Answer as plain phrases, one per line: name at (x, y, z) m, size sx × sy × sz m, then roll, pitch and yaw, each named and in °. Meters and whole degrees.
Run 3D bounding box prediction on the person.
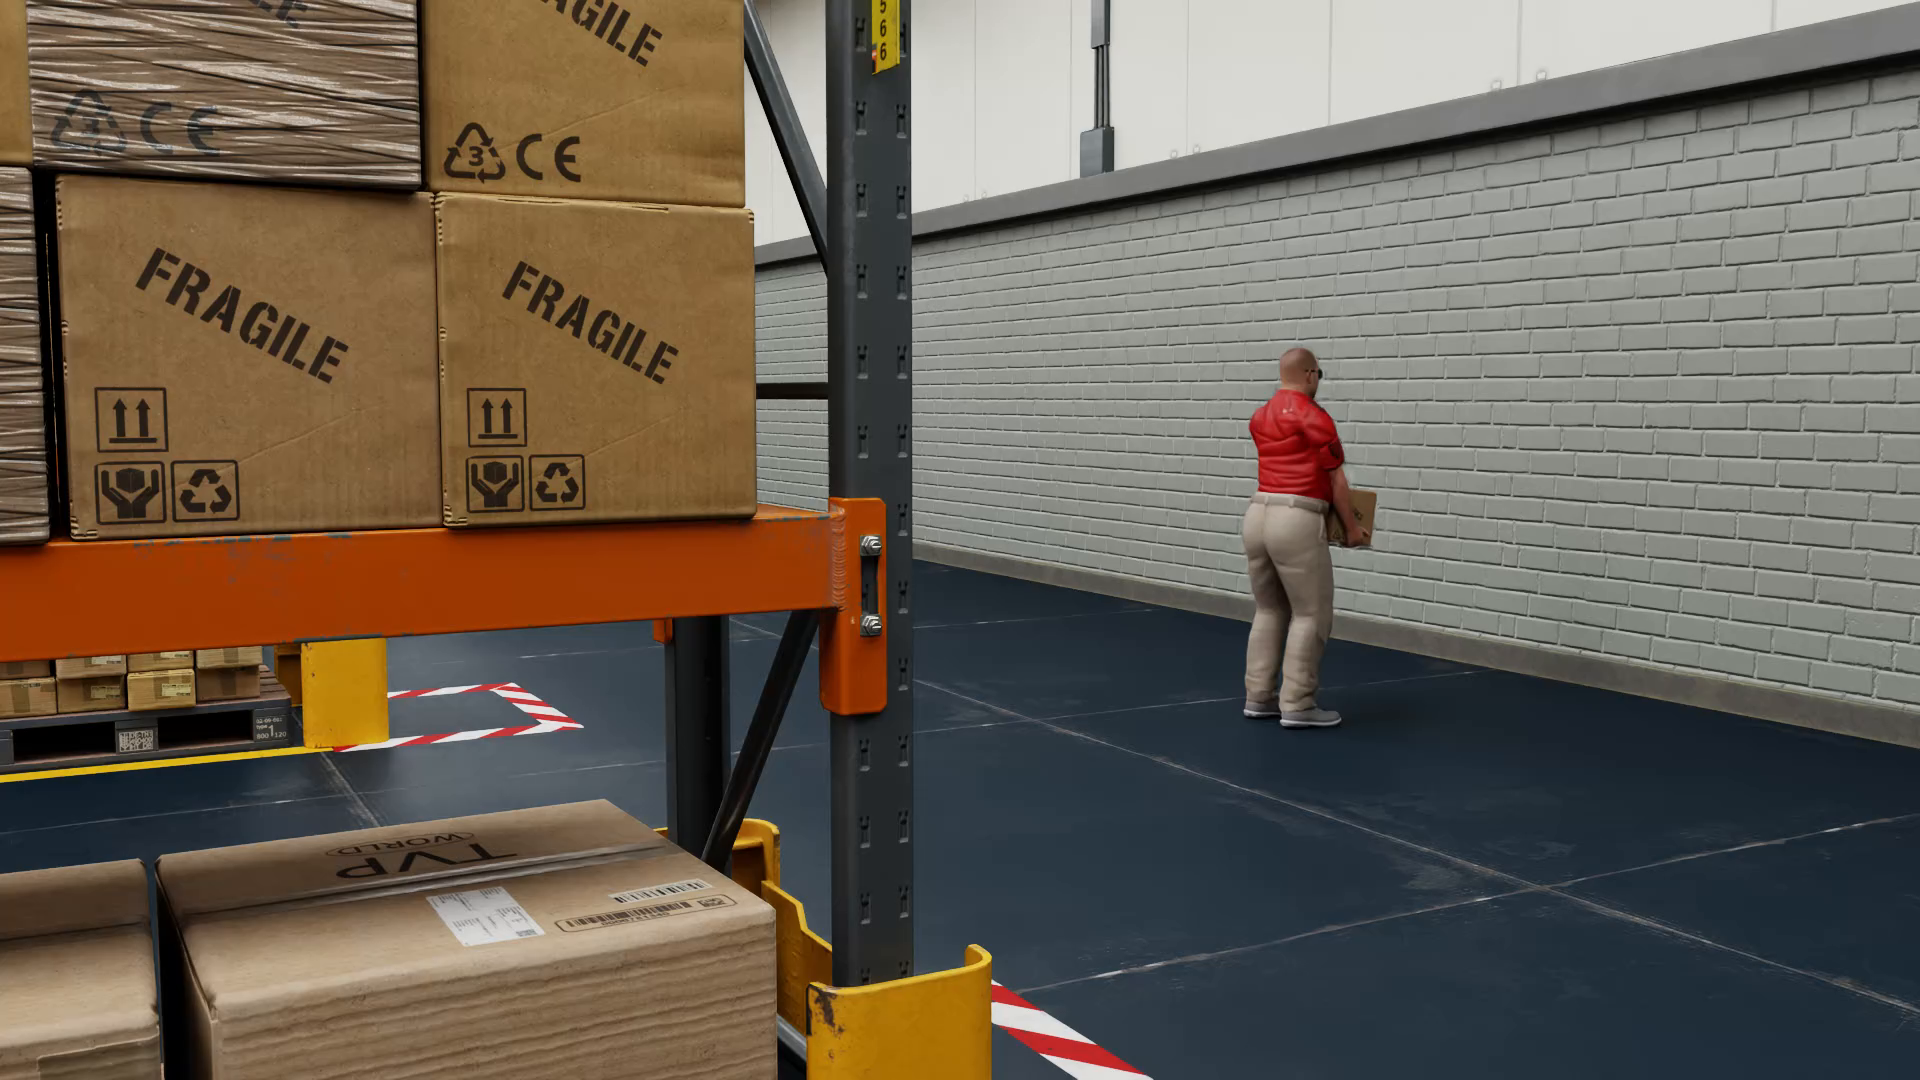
person at (1.577, -0.022, 7.667) m, size 0.558 × 1.724 × 0.488 m, roll -3°, pitch 6°, yaw -30°
